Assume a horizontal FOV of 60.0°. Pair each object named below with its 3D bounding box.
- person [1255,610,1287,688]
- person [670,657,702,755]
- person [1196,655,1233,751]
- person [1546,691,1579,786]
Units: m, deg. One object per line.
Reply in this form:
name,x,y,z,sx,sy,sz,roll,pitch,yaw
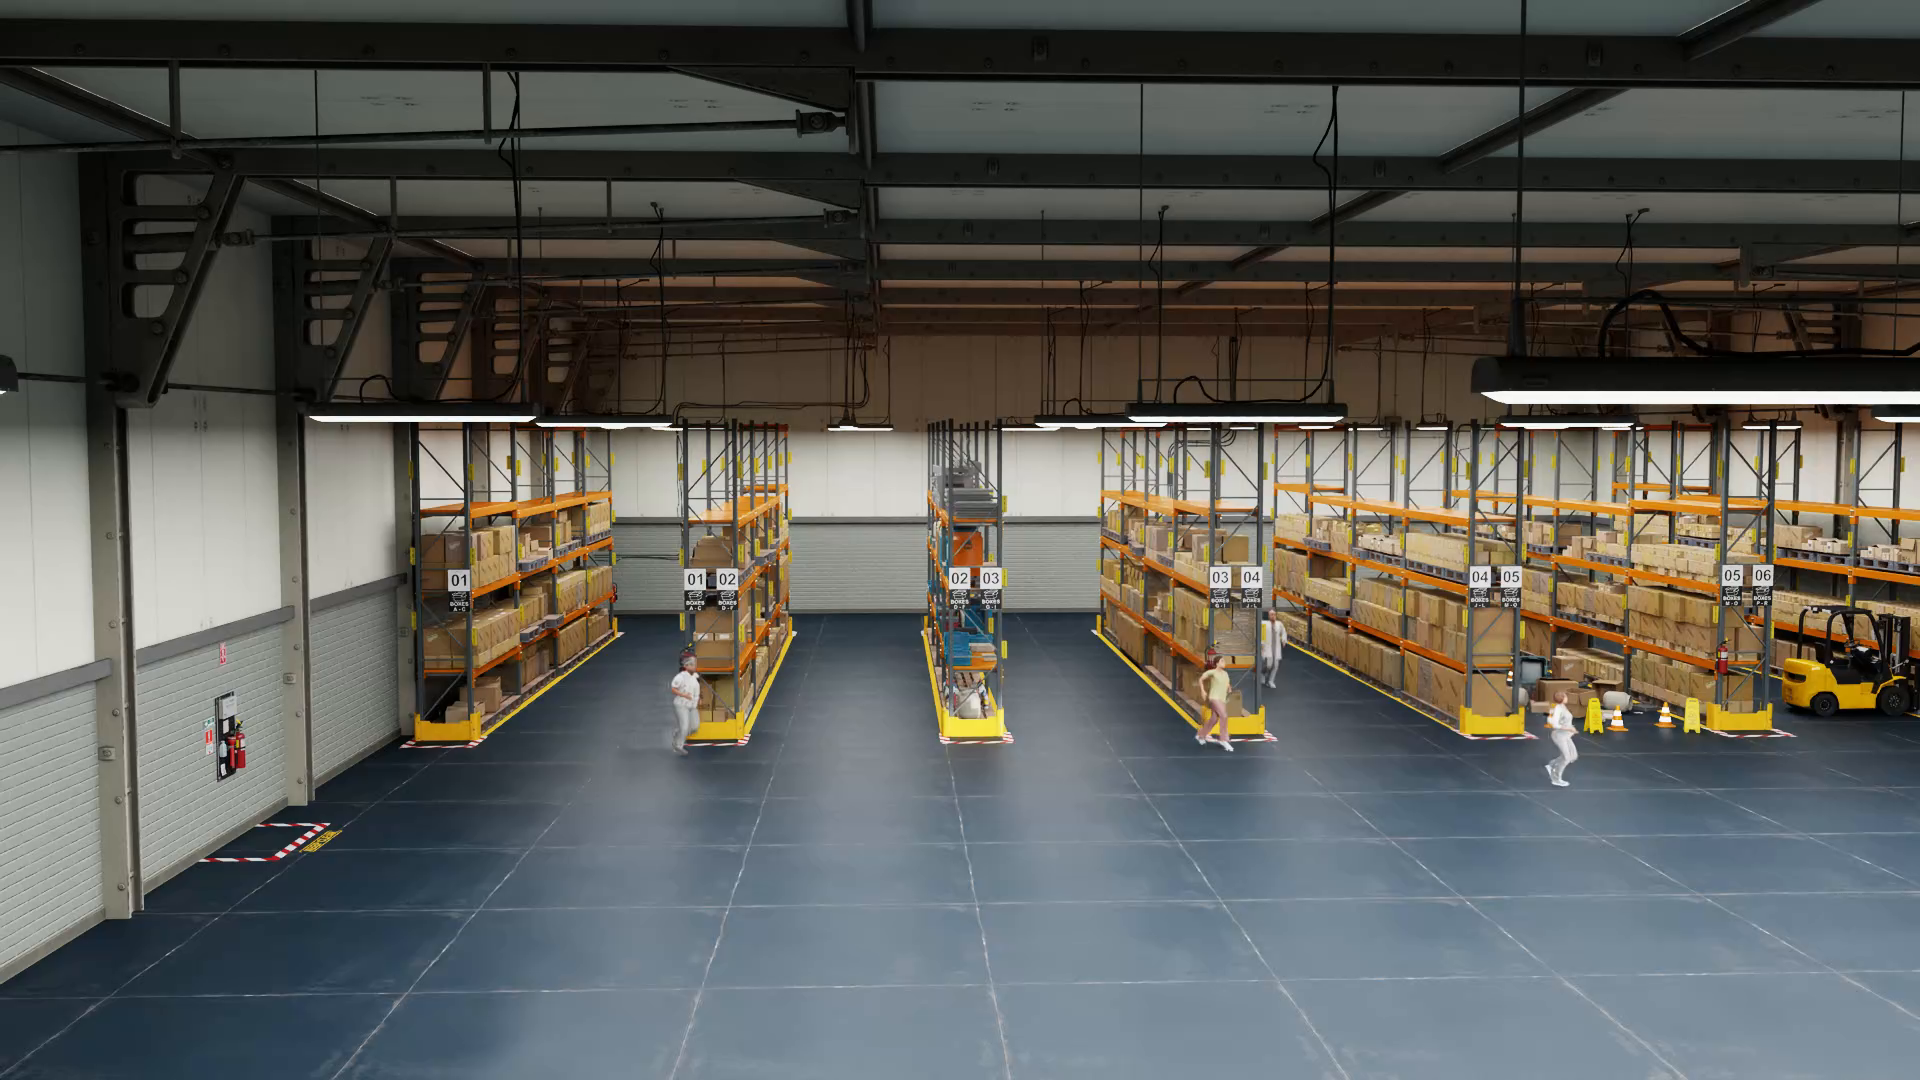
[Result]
person,7.042,2.452,37.541,0.727,1.747,0.633,-1,4,-10
person,-4.880,2.953,29.858,0.639,1.730,0.687,3,5,41
person,4.736,2.941,30.314,0.582,1.665,0.862,-4,5,-44
person,9.783,3.214,26.981,0.551,1.552,0.530,3,4,35
